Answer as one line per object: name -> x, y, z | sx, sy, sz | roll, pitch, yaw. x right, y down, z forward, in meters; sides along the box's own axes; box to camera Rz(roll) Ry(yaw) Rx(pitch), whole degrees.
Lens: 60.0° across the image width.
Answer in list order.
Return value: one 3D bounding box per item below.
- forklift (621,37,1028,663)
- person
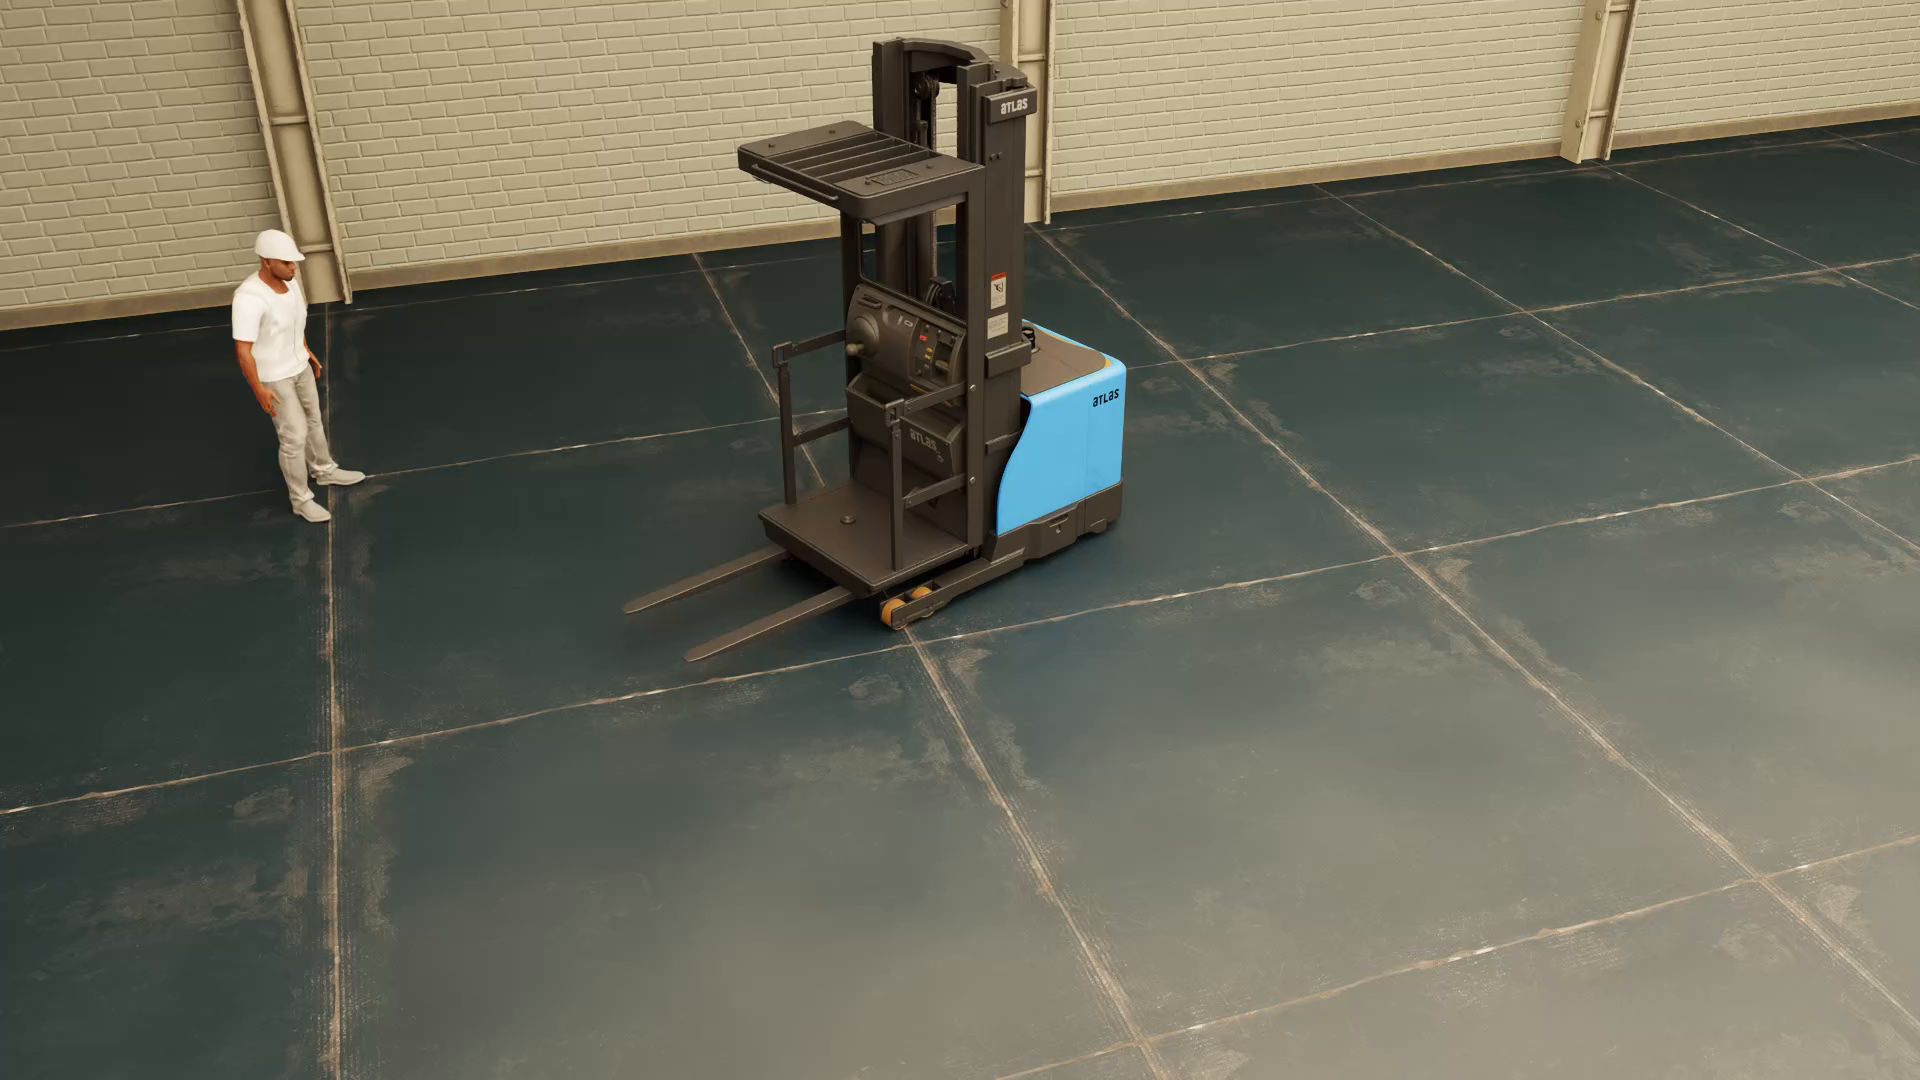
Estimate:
forklift -> -0.464, -1.074, 8.954 | 3.031, 2.935, 1.121 | -23, 37, -34
person -> -4.038, -1.012, 10.019 | 0.462, 1.765, 0.679 | 4, 30, 8
